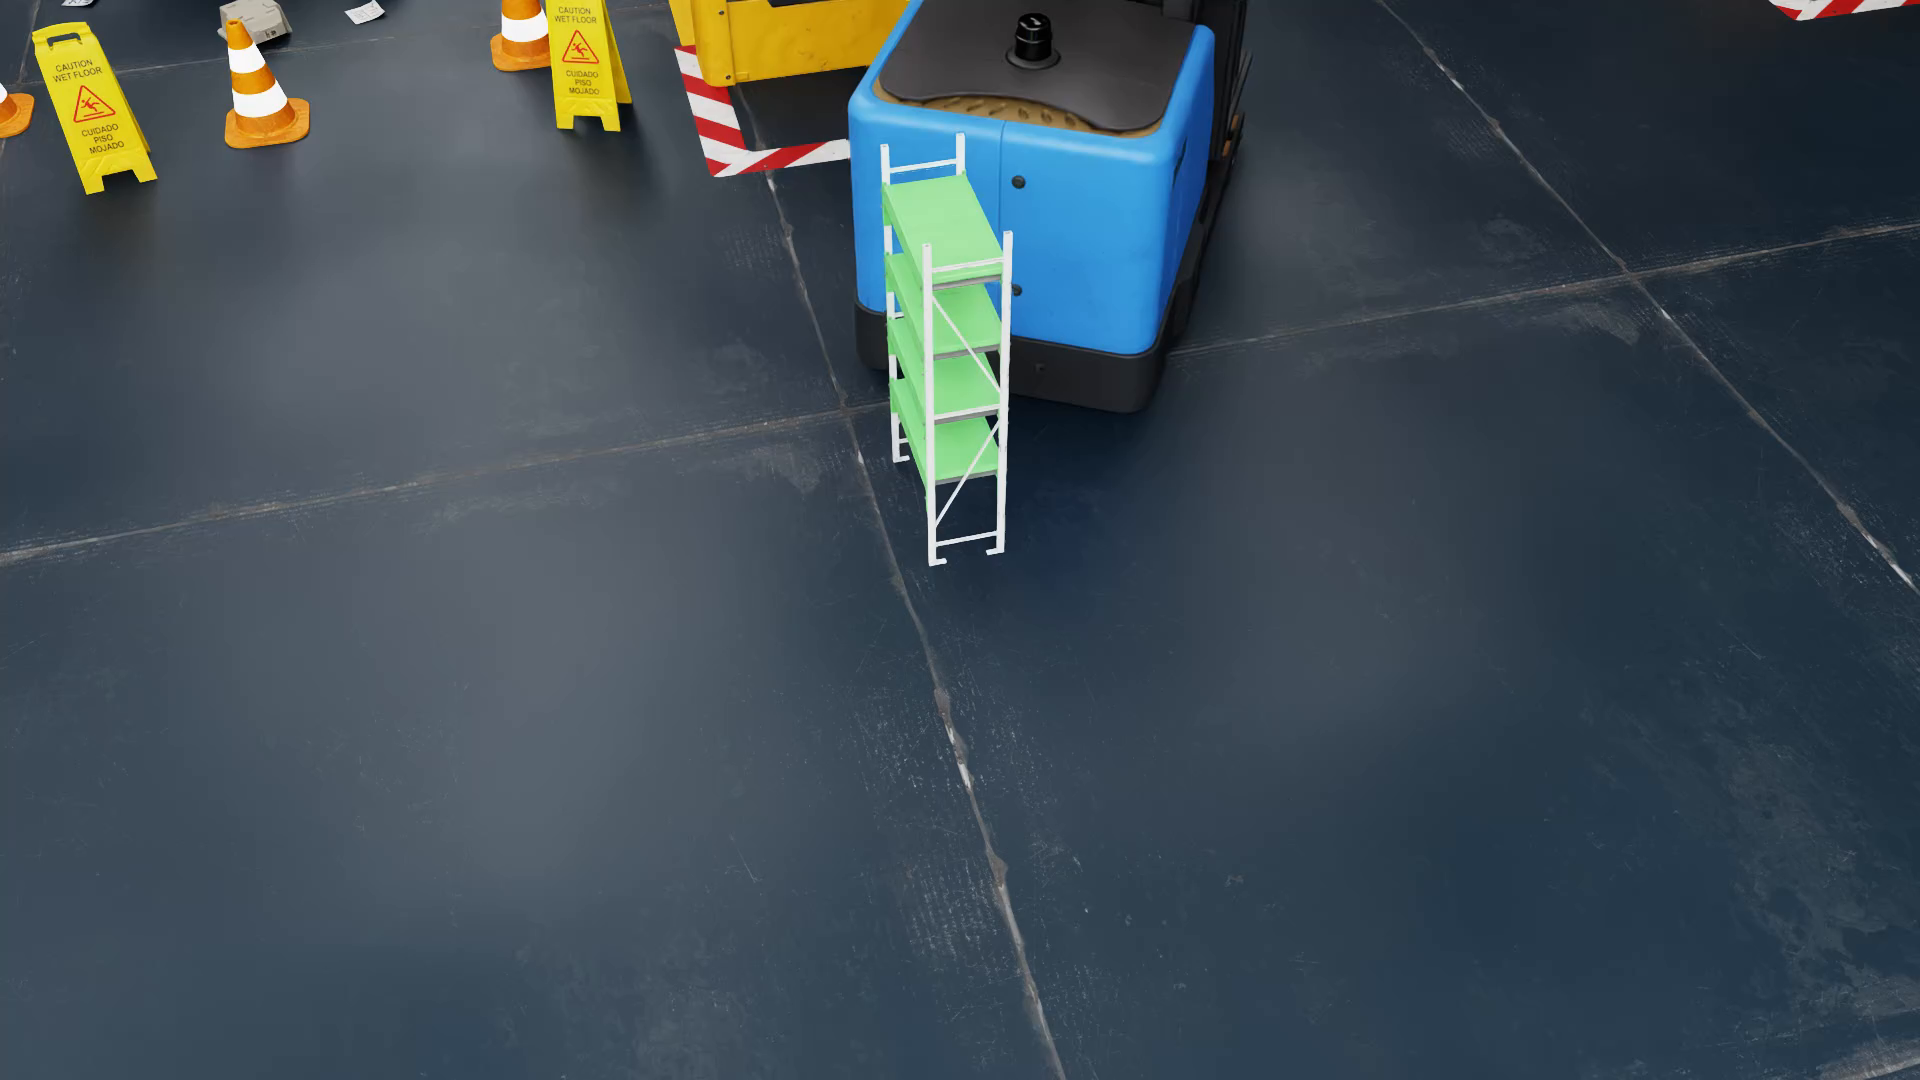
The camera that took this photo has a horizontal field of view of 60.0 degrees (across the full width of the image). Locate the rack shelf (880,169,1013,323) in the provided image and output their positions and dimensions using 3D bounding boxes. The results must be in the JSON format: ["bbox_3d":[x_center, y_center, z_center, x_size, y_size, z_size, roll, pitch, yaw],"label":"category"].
[{"bbox_3d":[-0.042,-0.825,4.636,0.258,0.148,0.480,-11,47,-10],"label":"rack shelf"}]

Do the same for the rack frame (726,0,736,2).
[{"bbox_3d":[-0.549,-3.165,6.251,1.000,3.000,0.127,-11,47,-10],"label":"rack frame"}]

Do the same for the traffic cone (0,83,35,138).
[{"bbox_3d":[-4.072,-1.928,6.816,0.336,0.463,0.334,-11,47,-10],"label":"traffic cone"}]

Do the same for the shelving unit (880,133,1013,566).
[{"bbox_3d":[-0.042,-0.534,4.933,0.258,1.200,0.503,-11,47,-10],"label":"shelving unit"}]

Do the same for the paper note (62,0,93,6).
[{"bbox_3d":[-4.058,-2.514,7.694,0.144,0.017,0.142,4,46,4],"label":"paper note"}]

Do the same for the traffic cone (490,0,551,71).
[{"bbox_3d":[-1.906,-2.338,7.217,0.336,0.463,0.334,-11,47,-10],"label":"traffic cone"}]

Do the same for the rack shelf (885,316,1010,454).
[{"bbox_3d":[-0.042,-0.490,4.979,0.258,0.148,0.480,-11,47,-10],"label":"rack shelf"}]

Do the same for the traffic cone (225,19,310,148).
[{"bbox_3d":[-2.892,-1.900,6.788,0.336,0.463,0.334,-11,47,-10],"label":"traffic cone"}]

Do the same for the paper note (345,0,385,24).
[{"bbox_3d":[-2.715,-2.414,7.595,0.148,0.019,0.142,-26,51,-24],"label":"paper note"}]

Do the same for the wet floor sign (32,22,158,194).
[{"bbox_3d":[-3.387,-1.708,6.472,0.267,0.644,0.232,-18,48,-17],"label":"wet floor sign"}]

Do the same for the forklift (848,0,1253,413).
[{"bbox_3d":[0.528,-2.525,5.672,1.130,2.935,3.031,11,47,11],"label":"forklift"}]

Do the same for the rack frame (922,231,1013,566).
[{"bbox_3d":[0.020,-0.366,4.768,0.240,1.200,0.015,-11,47,-10],"label":"rack frame"}]

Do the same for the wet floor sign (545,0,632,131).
[{"bbox_3d":[-1.535,-2.014,6.772,0.267,0.644,0.232,4,46,4],"label":"wet floor sign"}]

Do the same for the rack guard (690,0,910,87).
[{"bbox_3d":[-0.569,-2.342,7.195,1.175,0.500,0.348,-11,47,-10],"label":"rack guard"}]

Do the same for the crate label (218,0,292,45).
[{"bbox_3d":[-3.153,-2.318,7.425,0.250,0.136,0.298,-35,55,-30],"label":"crate label"}]

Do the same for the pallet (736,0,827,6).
[{"bbox_3d":[-0.742,-2.809,7.855,1.003,0.211,1.213,-11,47,-10],"label":"pallet"}]

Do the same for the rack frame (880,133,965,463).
[{"bbox_3d":[-0.105,-0.703,5.099,0.240,1.200,0.015,-11,47,-10],"label":"rack frame"}]

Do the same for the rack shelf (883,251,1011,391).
[{"bbox_3d":[-0.042,-0.658,4.808,0.258,0.148,0.480,-11,47,-10],"label":"rack shelf"}]

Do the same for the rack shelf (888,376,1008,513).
[{"bbox_3d":[-0.042,-0.322,5.151,0.258,0.148,0.480,-11,47,-10],"label":"rack shelf"}]
